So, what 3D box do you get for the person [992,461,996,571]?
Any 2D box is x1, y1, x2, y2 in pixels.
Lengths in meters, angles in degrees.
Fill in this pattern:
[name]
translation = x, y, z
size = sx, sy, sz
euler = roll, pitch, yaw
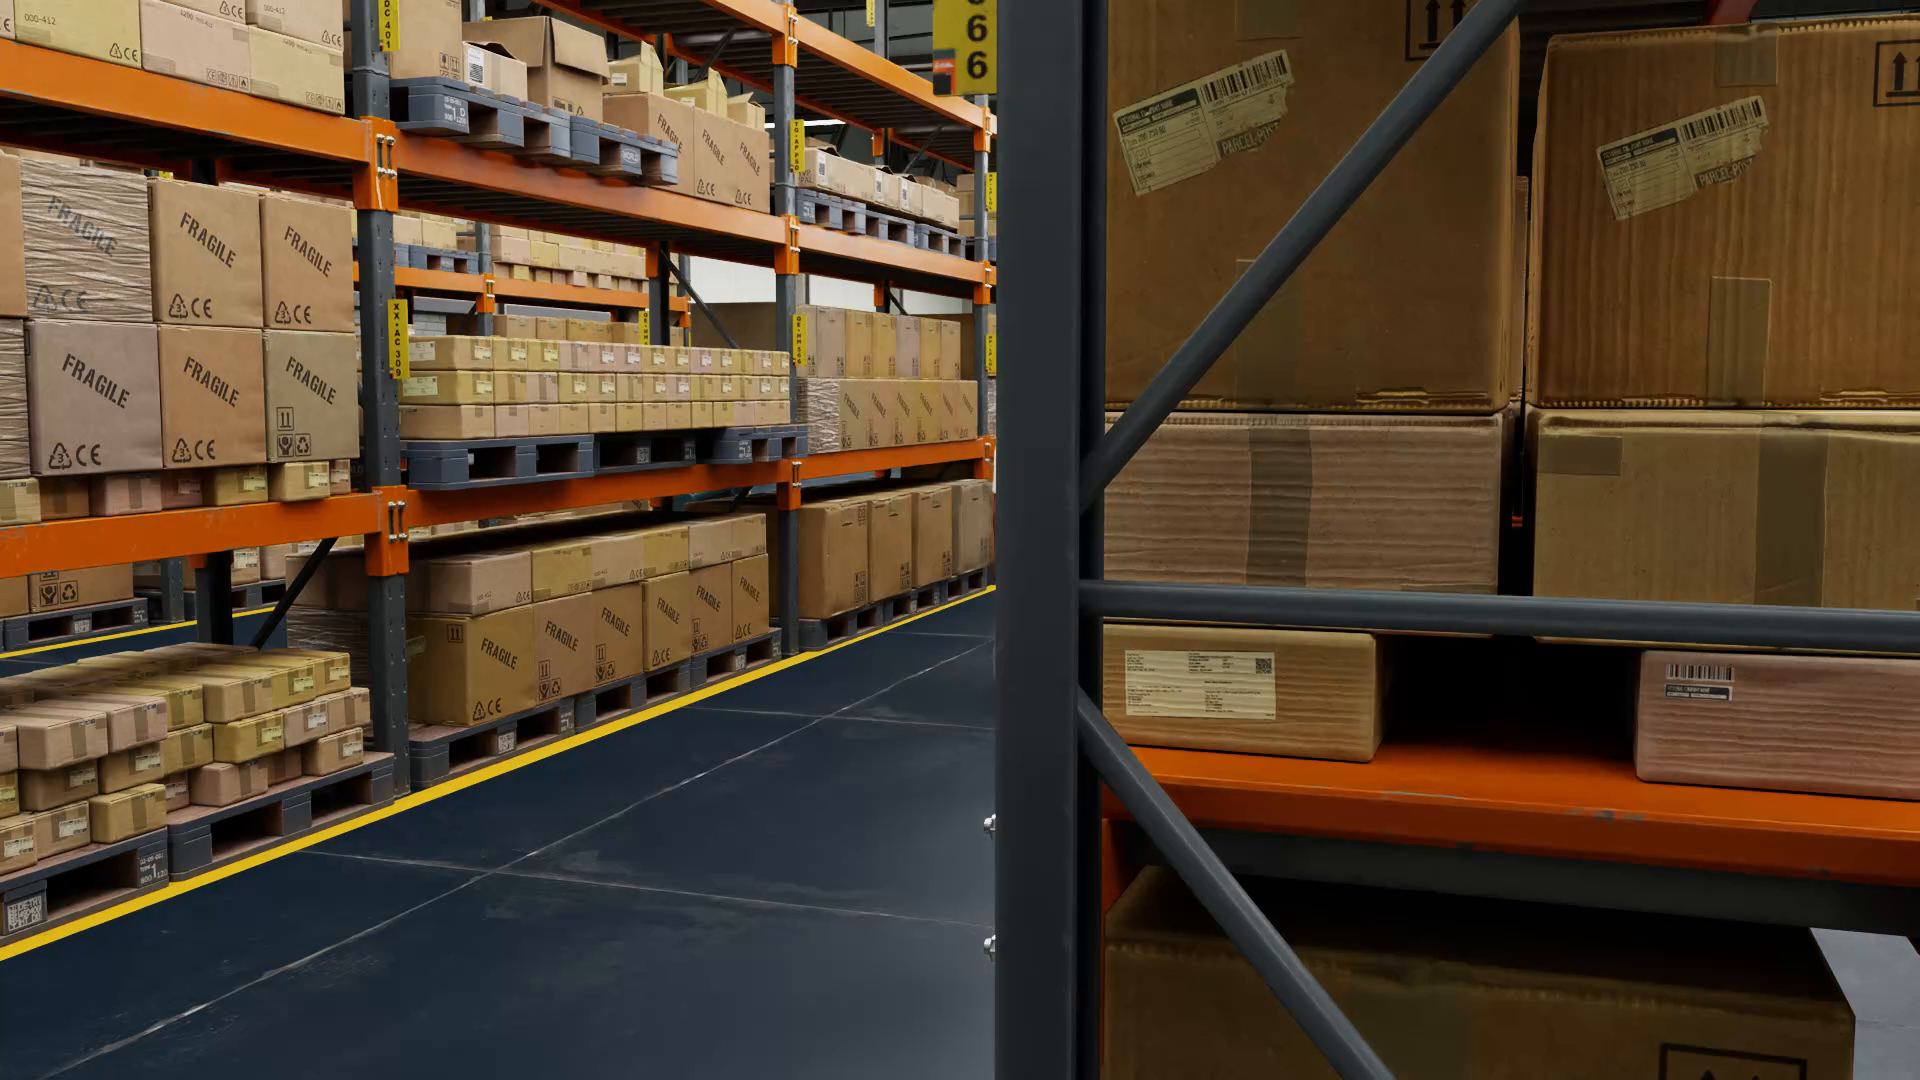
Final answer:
[person]
translation = 0.477, 0.019, 9.095
size = 0.591, 1.753, 0.809
euler = -2, 5, -20
